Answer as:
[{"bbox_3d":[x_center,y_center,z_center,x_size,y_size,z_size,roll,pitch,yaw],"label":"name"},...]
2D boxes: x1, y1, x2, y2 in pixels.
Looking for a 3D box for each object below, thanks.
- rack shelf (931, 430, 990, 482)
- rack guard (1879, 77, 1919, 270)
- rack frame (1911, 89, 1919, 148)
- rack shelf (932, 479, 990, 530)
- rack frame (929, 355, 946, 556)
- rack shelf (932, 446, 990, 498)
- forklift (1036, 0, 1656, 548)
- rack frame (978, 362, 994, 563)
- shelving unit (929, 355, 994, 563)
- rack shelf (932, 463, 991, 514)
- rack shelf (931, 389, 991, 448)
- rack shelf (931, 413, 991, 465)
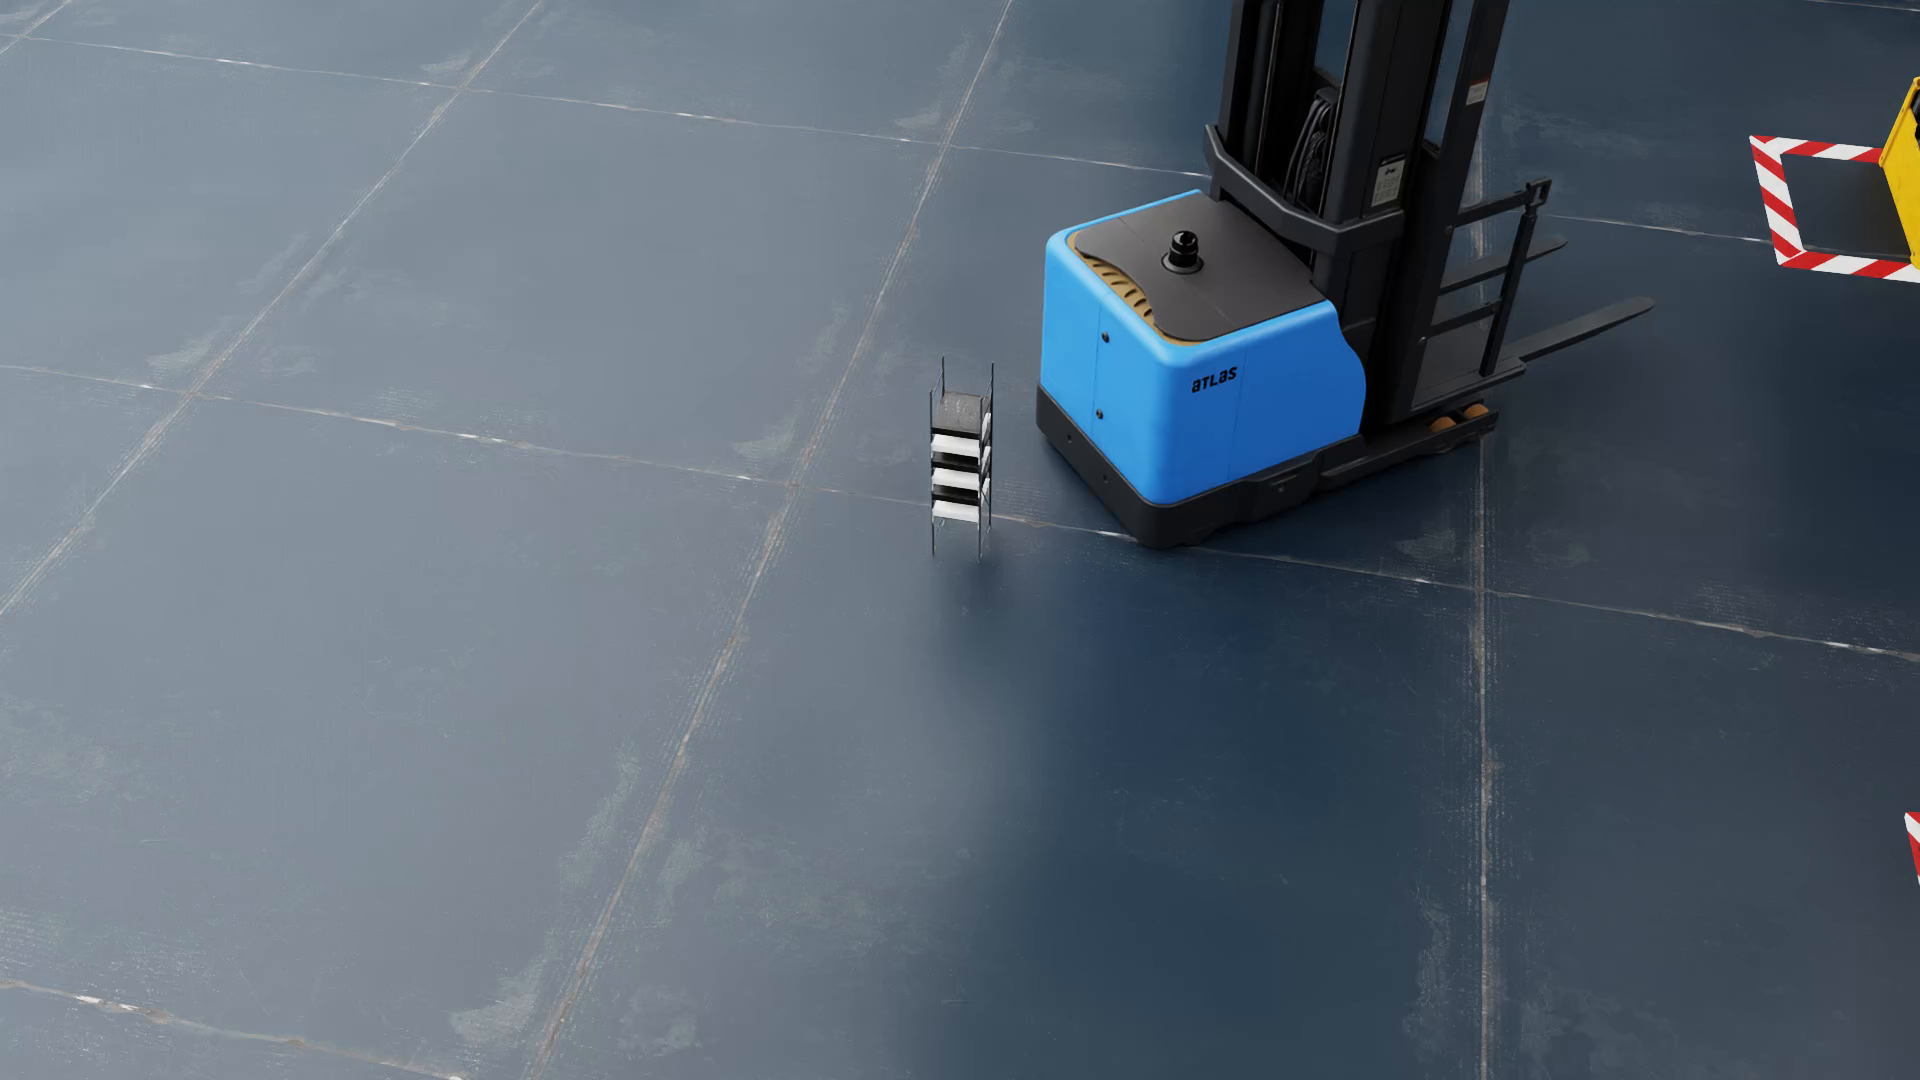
[{"bbox_3d":[0.008,-0.364,6.857,0.200,0.077,0.258,9,45,9],"label":"rack shelf"},{"bbox_3d":[5.271,-1.951,8.877,0.348,0.500,1.175,9,45,9],"label":"rack guard"},{"bbox_3d":[5.197,-2.863,8.022,0.127,3.000,1.000,9,45,9],"label":"rack frame"},{"bbox_3d":[0.008,-0.169,7.045,0.200,0.077,0.258,9,45,9],"label":"rack shelf"},{"bbox_3d":[-0.091,-0.338,6.913,0.006,0.900,0.240,9,45,9],"label":"rack frame"},{"bbox_3d":[0.008,-0.299,6.920,0.200,0.077,0.258,9,45,9],"label":"rack shelf"},{"bbox_3d":[1.894,-1.757,6.922,3.031,2.935,1.130,-20,47,-20],"label":"forklift"},{"bbox_3d":[0.107,-0.308,6.881,0.006,0.900,0.240,9,45,9],"label":"rack frame"},{"bbox_3d":[0.008,-0.323,6.897,0.210,0.900,0.258,9,45,9],"label":"shelving unit"},{"bbox_3d":[0.008,-0.234,6.982,0.200,0.077,0.258,9,45,9],"label":"rack shelf"},{"bbox_3d":[0.008,-0.493,6.733,0.200,0.077,0.258,9,45,9],"label":"rack shelf"},{"bbox_3d":[0.008,-0.429,6.795,0.200,0.077,0.258,9,45,9],"label":"rack shelf"}]
